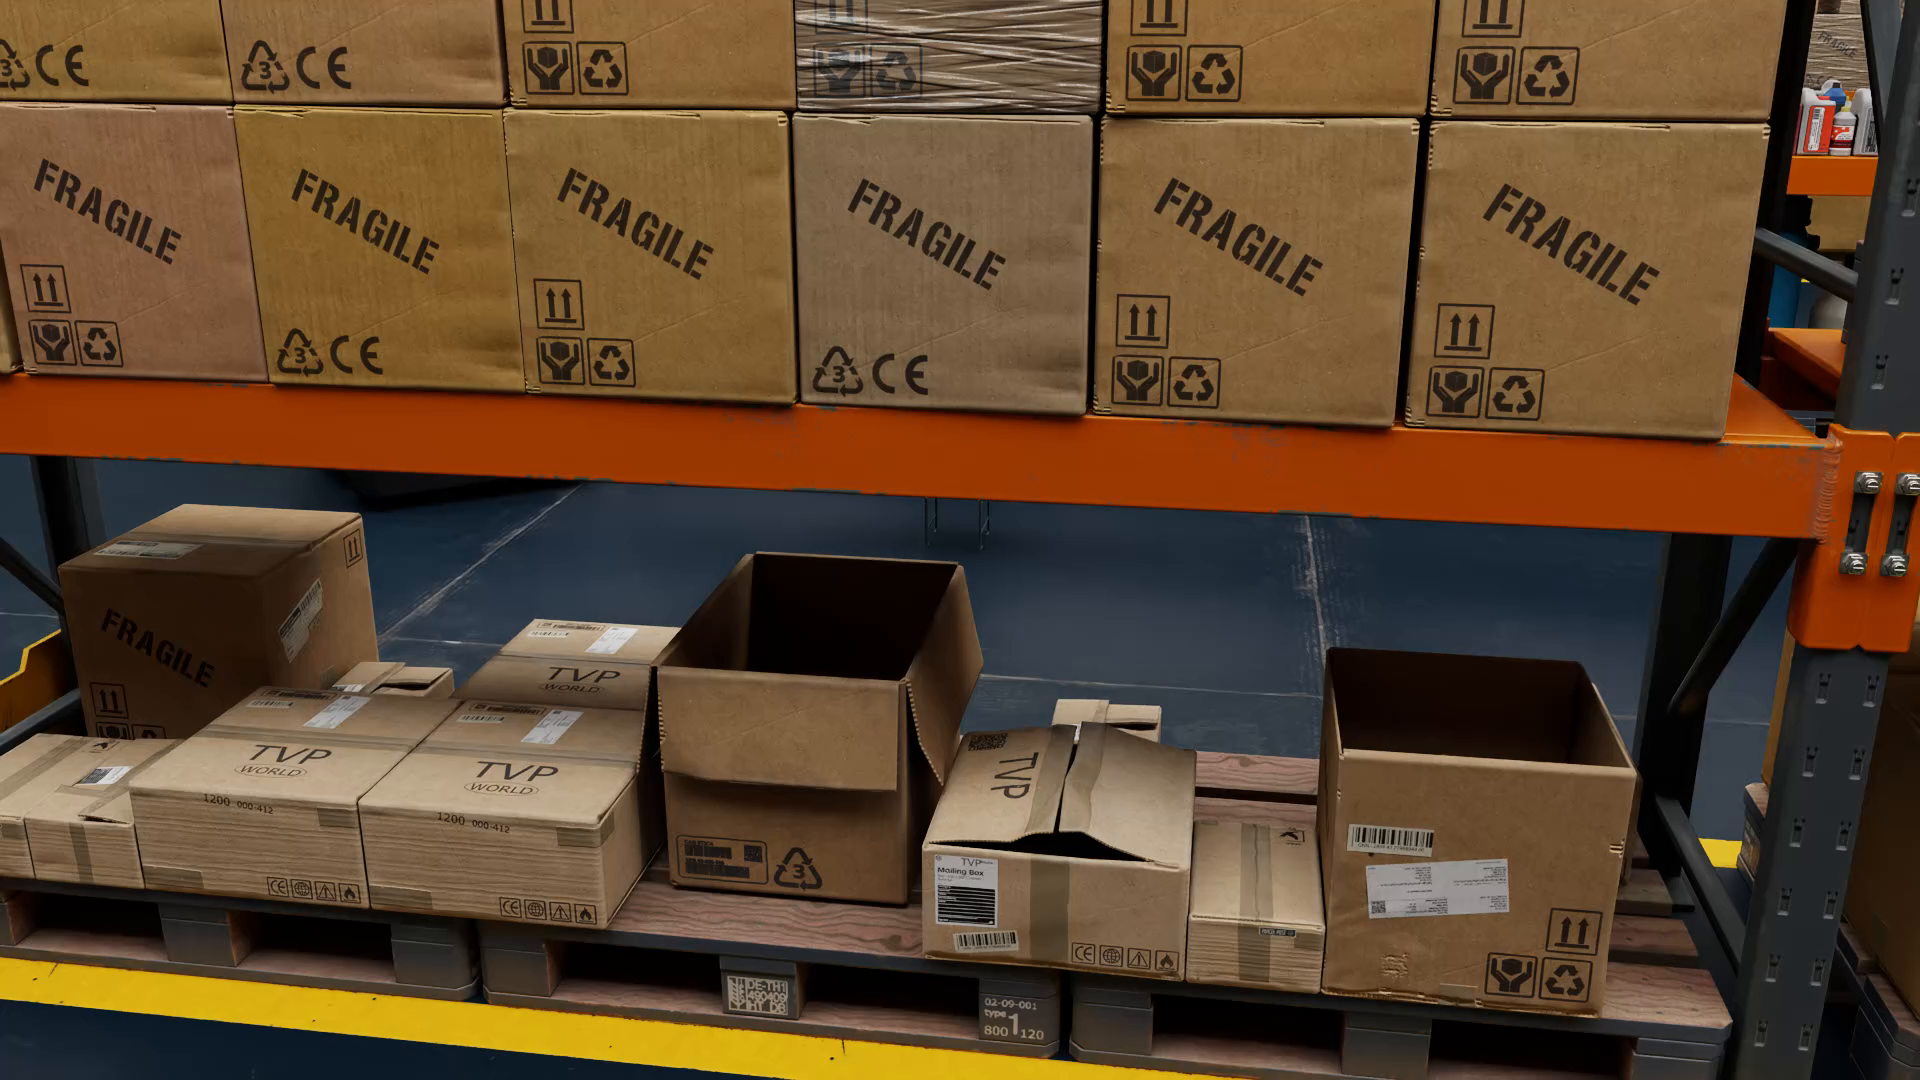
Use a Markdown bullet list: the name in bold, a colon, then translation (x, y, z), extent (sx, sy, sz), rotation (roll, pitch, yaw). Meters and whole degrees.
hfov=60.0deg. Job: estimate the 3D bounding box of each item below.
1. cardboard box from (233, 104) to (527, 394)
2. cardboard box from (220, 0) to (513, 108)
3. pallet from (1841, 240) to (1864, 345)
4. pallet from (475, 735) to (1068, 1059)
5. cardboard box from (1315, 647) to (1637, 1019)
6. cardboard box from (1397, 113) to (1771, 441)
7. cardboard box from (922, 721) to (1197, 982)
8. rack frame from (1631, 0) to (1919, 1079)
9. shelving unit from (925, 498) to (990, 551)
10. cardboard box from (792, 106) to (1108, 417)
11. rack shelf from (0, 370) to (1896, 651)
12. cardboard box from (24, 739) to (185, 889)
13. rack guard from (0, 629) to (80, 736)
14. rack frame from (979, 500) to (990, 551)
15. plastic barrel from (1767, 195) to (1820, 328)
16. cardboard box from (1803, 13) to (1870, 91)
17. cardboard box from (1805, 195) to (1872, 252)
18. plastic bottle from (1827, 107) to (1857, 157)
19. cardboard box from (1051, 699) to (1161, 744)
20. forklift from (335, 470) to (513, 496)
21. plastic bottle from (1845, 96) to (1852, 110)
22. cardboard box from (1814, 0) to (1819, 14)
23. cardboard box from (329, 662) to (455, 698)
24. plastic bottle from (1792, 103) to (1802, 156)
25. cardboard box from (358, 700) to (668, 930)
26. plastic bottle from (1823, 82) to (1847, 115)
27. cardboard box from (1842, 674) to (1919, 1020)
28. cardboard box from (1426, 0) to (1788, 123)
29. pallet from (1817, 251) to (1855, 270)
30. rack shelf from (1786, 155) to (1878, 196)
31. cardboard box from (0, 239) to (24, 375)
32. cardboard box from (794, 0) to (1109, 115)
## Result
- **cardboard box**: translation (-0.986, -0.587, 3.173), extent (0.500, 0.500, 0.500), rotation (3, 19, 8)
- **cardboard box**: translation (-0.981, -1.061, 3.014), extent (0.500, 0.500, 0.500), rotation (3, 19, 9)
- **pallet**: translation (2.334, -0.328, 2.860), extent (1.213, 0.211, 1.003), rotation (3, 19, 9)
- **pallet**: translation (-0.324, 0.733, 3.780), extent (1.213, 0.211, 1.003), rotation (3, 19, 9)
- **cardboard box**: translation (0.954, 0.543, 3.199), extent (0.500, 0.500, 0.500), rotation (3, 19, 9)
- **cardboard box**: translation (1.028, -0.486, 2.871), extent (0.500, 0.500, 0.500), rotation (3, 19, 10)
- **cardboard box**: translation (0.214, 0.595, 3.341), extent (0.500, 0.311, 0.500), rotation (3, 19, 9)
- **rack frame**: translation (1.562, -0.494, 3.052), extent (0.127, 3.000, 1.000), rotation (3, 19, 9)
- **shelving unit**: translation (-0.008, -0.427, 6.162), extent (0.210, 0.900, 0.258), rotation (3, 19, 9)
- **cardboard box**: translation (0.011, -0.537, 3.022), extent (0.500, 0.500, 0.500), rotation (3, 19, 10)
- **rack shelf**: translation (-0.413, -0.253, 3.467), extent (4.000, 0.370, 1.077), rotation (3, 19, 9)
- **cardboard box**: translation (-1.782, 0.581, 3.611), extent (0.250, 0.166, 0.380), rotation (3, 19, 9)
- **rack guard**: translation (-2.312, 0.494, 4.039), extent (0.348, 0.500, 1.175), rotation (3, 19, 9)
- **rack frame**: translation (0.092, -0.422, 6.146), extent (0.006, 0.900, 0.240), rotation (3, 19, 9)
- **plastic barrel**: translation (3.585, -1.181, 7.751), extent (0.708, 0.901, 0.600), rotation (3, 19, 9)
- **cardboard box**: translation (6.068, -3.417, 11.632), extent (0.500, 0.500, 0.500), rotation (3, 19, 8)
- **cardboard box**: translation (6.408, -2.629, 12.119), extent (0.875, 0.875, 1.225), rotation (2, 19, 6)
- **plastic bottle**: translation (3.772, -1.748, 7.112), extent (0.097, 0.201, 0.097), rotation (0, 18, 0)
- **cardboard box**: translation (0.326, 0.512, 3.818), extent (0.250, 0.166, 0.380), rotation (3, 19, 9)
- **forklift**: translation (-2.633, -1.982, 7.608), extent (1.130, 2.935, 3.031), rotation (-10, 21, -28)
- **plastic bottle**: translation (4.131, -1.973, 7.786), extent (0.097, 0.201, 0.097), rotation (0, 18, 0)
- **cardboard box**: translation (5.724, -3.995, 11.776), extent (0.637, 0.503, 0.797), rotation (3, 19, 10)
- **cardboard box**: translation (-1.426, 0.439, 4.037), extent (0.250, 0.166, 0.380), rotation (3, 19, 9)
- **plastic bottle**: translation (3.523, -1.793, 7.119), extent (0.133, 0.283, 0.061), rotation (3, 19, 9)
- **cardboard box**: translation (-0.908, 0.567, 3.522), extent (0.500, 0.250, 0.500), rotation (3, 19, 9)
- **plastic bottle**: translation (4.011, -1.964, 7.647), extent (0.097, 0.271, 0.097), rotation (0, 18, 0)
- **cardboard box**: translation (2.001, 0.584, 3.078), extent (0.500, 0.500, 0.500), rotation (2, 19, 6)
- **cardboard box**: translation (1.022, -0.960, 2.711), extent (0.500, 0.500, 0.500), rotation (3, 19, 9)
- **pallet**: translation (6.320, -2.137, 12.357), extent (1.213, 0.211, 1.003), rotation (3, 19, 9)
- **rack shelf**: translation (4.326, -1.604, 7.502), extent (4.000, 0.370, 1.077), rotation (3, 19, 9)
- **cardboard box**: translation (-1.991, -0.638, 3.324), extent (0.500, 0.500, 0.500), rotation (3, 19, 10)
- **cardboard box**: translation (0.018, -1.010, 2.861), extent (0.500, 0.500, 0.500), rotation (3, 19, 9)
